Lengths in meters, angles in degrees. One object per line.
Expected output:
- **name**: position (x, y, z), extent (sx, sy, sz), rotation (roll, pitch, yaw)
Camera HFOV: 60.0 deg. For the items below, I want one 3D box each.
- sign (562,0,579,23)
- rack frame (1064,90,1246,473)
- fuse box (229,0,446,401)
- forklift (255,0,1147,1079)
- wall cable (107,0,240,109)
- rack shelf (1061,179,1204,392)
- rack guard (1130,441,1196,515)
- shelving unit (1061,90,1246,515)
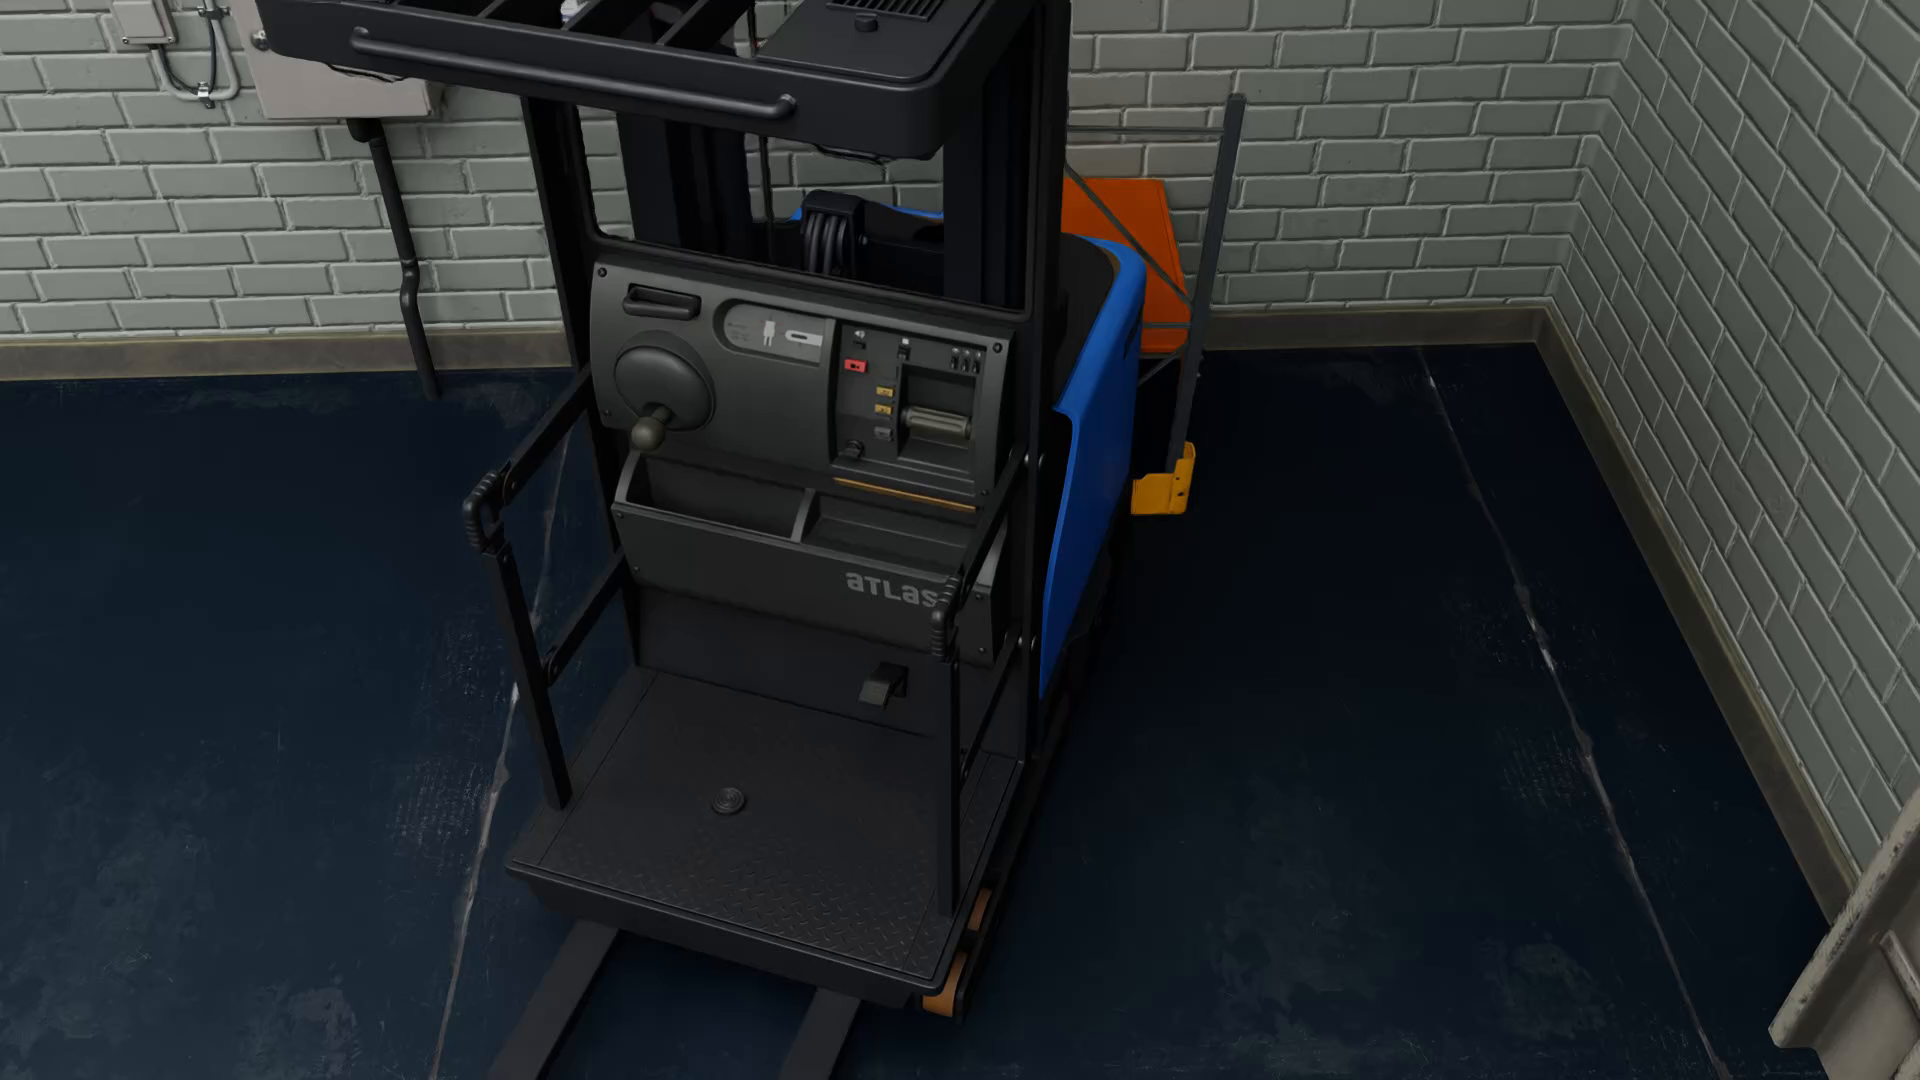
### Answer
- **sign**: position (-1.324, -1.709, 4.965), extent (0.329, 0.494, 0.001), rotation (-2, 43, -2)
- **rack frame**: position (0.461, -0.619, 4.816), extent (0.500, 1.500, 0.032), rotation (0, 45, -3)
- **fuse box**: position (-1.809, -1.115, 5.200), extent (0.539, 1.711, 0.414), rotation (-2, 43, -2)
- **forklift**: position (-0.415, -0.249, 3.352), extent (1.130, 2.935, 3.031), rotation (12, 44, 13)
- **wall cable**: position (-2.497, -2.051, 4.516), extent (0.588, 1.984, 0.122), rotation (-2, 43, -2)
- **rack shelf**: position (0.436, -0.854, 5.301), extent (0.538, 0.185, 1.000), rotation (0, 45, -3)
- **rack guard**: position (0.437, -0.193, 5.273), extent (0.587, 0.250, 0.087), rotation (0, 45, -3)
- **shelving unit**: position (0.442, -0.987, 5.180), extent (0.587, 1.500, 1.083), rotation (0, 45, -3)
